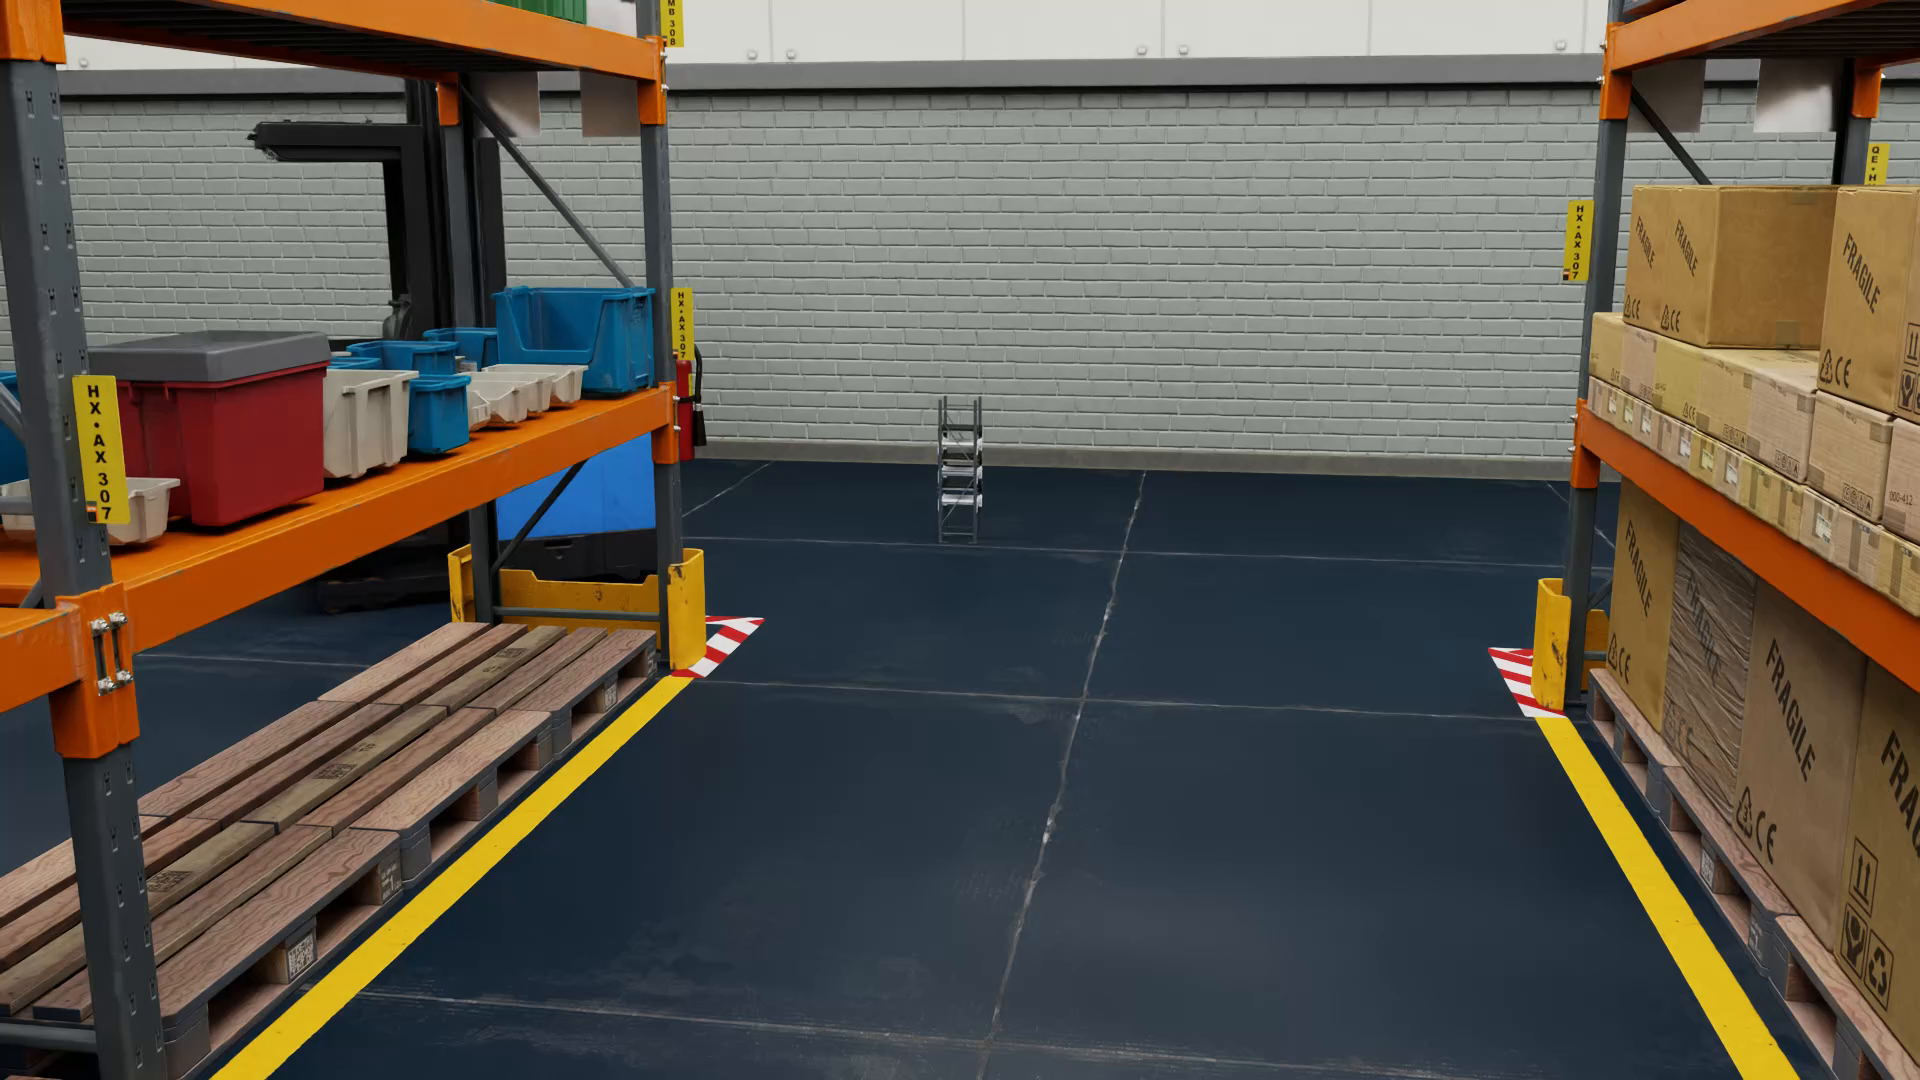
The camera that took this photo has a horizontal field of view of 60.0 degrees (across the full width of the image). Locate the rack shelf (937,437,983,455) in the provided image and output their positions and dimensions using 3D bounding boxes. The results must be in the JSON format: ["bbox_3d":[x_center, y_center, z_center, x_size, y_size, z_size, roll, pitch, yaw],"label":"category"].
[{"bbox_3d":[0.001,-0.585,10.376,0.258,0.077,0.200,2,12,9],"label":"rack shelf"}]

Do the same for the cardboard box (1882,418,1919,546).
[{"bbox_3d":[2.287,-0.091,3.445,0.500,0.250,0.500,2,12,8],"label":"cardboard box"}]

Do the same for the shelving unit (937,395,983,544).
[{"bbox_3d":[0.001,-0.442,10.406,0.258,0.900,0.210,2,12,9],"label":"shelving unit"}]

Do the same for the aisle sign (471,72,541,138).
[{"bbox_3d":[-2.083,-2.207,7.444,0.394,0.787,0.004,2,12,9],"label":"aisle sign"}]

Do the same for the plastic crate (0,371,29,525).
[{"bbox_3d":[-2.681,-0.209,4.237,0.392,0.384,0.575,2,12,9],"label":"plastic crate"}]

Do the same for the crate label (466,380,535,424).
[{"bbox_3d":[-1.824,-0.518,6.259,0.396,0.136,0.243,2,12,9],"label":"crate label"}]

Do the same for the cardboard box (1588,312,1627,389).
[{"bbox_3d":[2.753,-0.732,6.420,0.500,0.250,0.500,2,12,7],"label":"cardboard box"}]

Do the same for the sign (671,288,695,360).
[{"bbox_3d":[-1.254,-0.977,7.519,0.100,0.325,0.005,2,12,9],"label":"sign"}]

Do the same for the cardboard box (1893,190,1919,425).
[{"bbox_3d":[2.285,-0.461,3.385,0.500,0.500,0.500,2,12,10],"label":"cardboard box"}]

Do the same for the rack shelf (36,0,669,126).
[{"bbox_3d":[-2.108,-1.610,5.431,1.077,0.370,4.000,2,12,9],"label":"rack shelf"}]

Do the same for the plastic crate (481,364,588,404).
[{"bbox_3d":[-1.747,-0.636,6.810,0.396,0.136,0.243,2,12,9],"label":"plastic crate"}]

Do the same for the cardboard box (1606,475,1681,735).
[{"bbox_3d":[3.074,0.218,6.408,0.875,0.875,0.875,2,12,9],"label":"cardboard box"}]

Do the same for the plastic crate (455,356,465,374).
[{"bbox_3d":[-2.295,-0.707,7.138,0.250,0.136,0.298,2,12,9],"label":"plastic crate"}]

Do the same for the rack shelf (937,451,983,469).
[{"bbox_3d":[0.001,-0.497,10.394,0.258,0.077,0.200,2,12,9],"label":"rack shelf"}]

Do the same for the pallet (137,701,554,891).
[{"bbox_3d":[-2.155,0.875,5.931,1.003,0.211,1.213,2,12,9],"label":"pallet"}]

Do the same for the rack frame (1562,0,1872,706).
[{"bbox_3d":[3.094,-0.751,6.859,1.000,3.000,0.127,2,12,9],"label":"rack frame"}]

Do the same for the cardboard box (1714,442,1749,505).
[{"bbox_3d":[2.439,-0.190,4.852,0.380,0.149,0.250,2,12,10],"label":"cardboard box"}]

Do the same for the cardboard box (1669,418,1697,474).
[{"bbox_3d":[2.518,-0.297,5.350,0.380,0.149,0.250,2,12,8],"label":"cardboard box"}]

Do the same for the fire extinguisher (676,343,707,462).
[{"bbox_3d":[-1.328,-0.708,7.728,0.296,0.674,0.183,2,12,9],"label":"fire extinguisher"}]

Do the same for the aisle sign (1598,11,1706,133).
[{"bbox_3d":[2.808,-2.047,6.699,0.394,0.787,0.004,2,12,9],"label":"aisle sign"}]

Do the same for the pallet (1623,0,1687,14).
[{"bbox_3d":[2.990,-2.019,5.834,1.003,0.211,1.213,2,12,9],"label":"pallet"}]

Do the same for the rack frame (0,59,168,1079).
[{"bbox_3d":[-2.412,-0.079,3.739,0.949,2.616,0.053,2,12,9],"label":"rack frame"}]

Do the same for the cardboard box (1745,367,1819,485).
[{"bbox_3d":[2.443,-0.305,4.439,0.500,0.250,0.500,2,12,10],"label":"cardboard box"}]

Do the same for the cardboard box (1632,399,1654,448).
[{"bbox_3d":[2.597,-0.404,5.844,0.380,0.149,0.250,2,12,8],"label":"cardboard box"}]

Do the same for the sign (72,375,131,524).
[{"bbox_3d":[-1.872,-0.196,3.626,0.100,0.325,0.005,2,12,9],"label":"sign"}]

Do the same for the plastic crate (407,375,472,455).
[{"bbox_3d":[-1.863,-0.423,5.592,0.416,0.233,0.300,2,12,9],"label":"plastic crate"}]

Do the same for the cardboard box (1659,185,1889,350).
[{"bbox_3d":[2.603,-0.887,5.357,0.500,0.500,0.500,2,12,7],"label":"cardboard box"}]

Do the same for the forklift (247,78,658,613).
[{"bbox_3d":[-3.226,-1.177,8.998,3.031,2.935,1.130,-5,13,-23],"label":"forklift"}]

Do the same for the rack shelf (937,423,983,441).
[{"bbox_3d":[0.001,-0.673,10.357,0.258,0.077,0.200,2,12,9],"label":"rack shelf"}]

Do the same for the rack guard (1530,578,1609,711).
[{"bbox_3d":[3.097,0.466,7.145,1.175,0.500,0.348,2,12,9],"label":"rack guard"}]

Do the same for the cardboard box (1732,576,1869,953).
[{"bbox_3d":[2.798,0.593,4.669,0.875,0.875,0.875,2,12,9],"label":"cardboard box"}]

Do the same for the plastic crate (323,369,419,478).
[{"bbox_3d":[-1.999,-0.362,5.193,0.437,0.282,0.530,2,12,9],"label":"plastic crate"}]

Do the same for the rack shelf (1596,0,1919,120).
[{"bbox_3d":[2.786,-1.449,4.687,1.077,0.370,4.000,2,12,9],"label":"rack shelf"}]

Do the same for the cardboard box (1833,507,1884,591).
[{"bbox_3d":[2.281,0.023,3.862,0.380,0.149,0.250,2,12,8],"label":"cardboard box"}]

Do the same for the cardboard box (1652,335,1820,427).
[{"bbox_3d":[2.599,-0.519,5.432,0.500,0.250,0.500,1,12,7],"label":"cardboard box"}]

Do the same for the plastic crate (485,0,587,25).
[{"bbox_3d":[-1.670,-2.060,6.314,0.450,0.188,0.336,2,12,9],"label":"plastic crate"}]

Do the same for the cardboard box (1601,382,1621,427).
[{"bbox_3d":[2.675,-0.512,6.344,0.380,0.149,0.250,2,12,8],"label":"cardboard box"}]

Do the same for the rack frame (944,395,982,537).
[{"bbox_3d":[0.017,-0.463,10.505,0.240,0.900,0.006,2,12,9],"label":"rack frame"}]

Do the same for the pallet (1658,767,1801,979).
[{"bbox_3d":[2.858,1.034,5.193,1.003,0.211,1.213,2,12,9],"label":"pallet"}]

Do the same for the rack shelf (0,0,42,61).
[{"bbox_3d":[-2.723,-0.777,1.568,1.077,0.370,4.000,2,12,9],"label":"rack shelf"}]

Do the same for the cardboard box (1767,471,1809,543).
[{"bbox_3d":[2.360,-0.084,4.359,0.380,0.149,0.250,2,12,10],"label":"cardboard box"}]

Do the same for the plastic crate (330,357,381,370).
[{"bbox_3d":[-2.366,-0.544,6.154,0.416,0.233,0.300,2,12,9],"label":"plastic crate"}]
